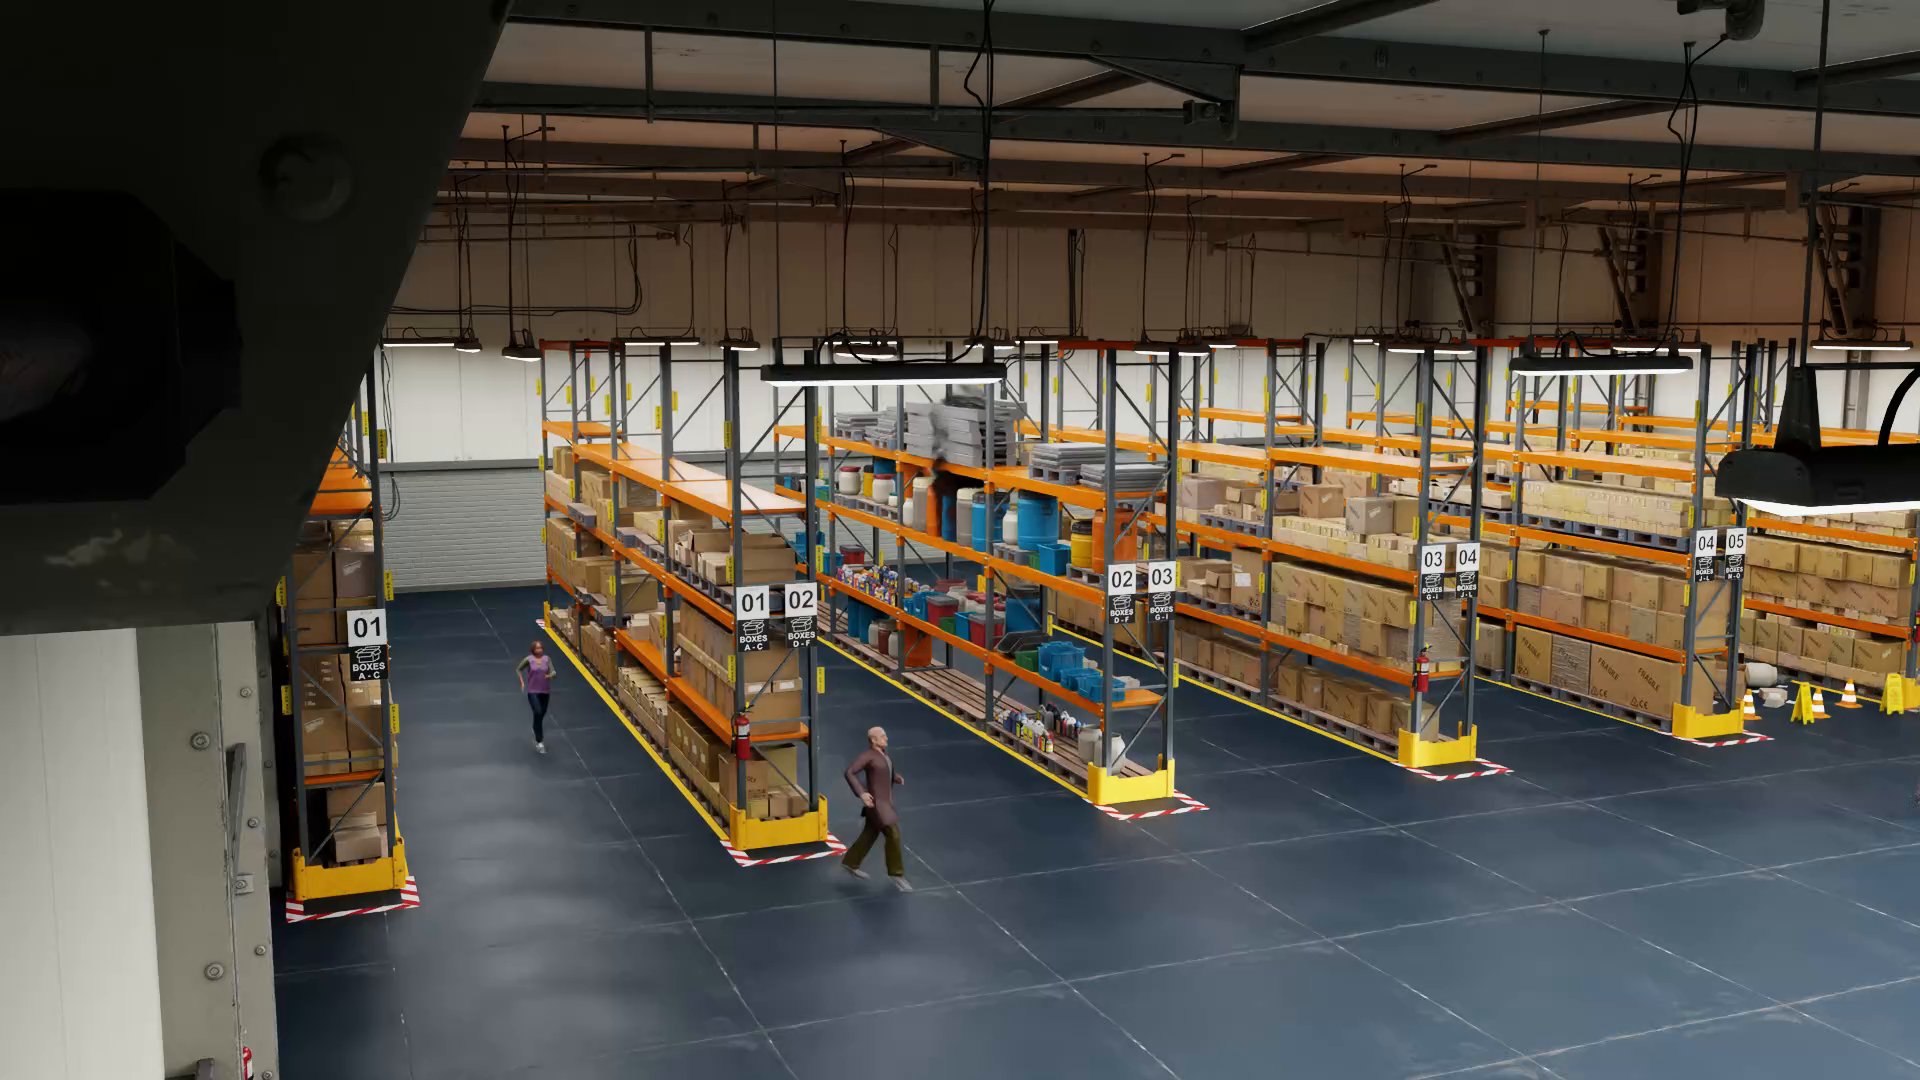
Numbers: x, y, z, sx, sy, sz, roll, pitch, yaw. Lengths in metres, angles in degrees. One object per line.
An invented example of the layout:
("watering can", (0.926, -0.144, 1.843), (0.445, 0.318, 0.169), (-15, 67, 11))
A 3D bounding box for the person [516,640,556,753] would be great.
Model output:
("person", (-6.313, 2.305, 24.859), (0.510, 1.642, 0.741), (-5, 9, -35))

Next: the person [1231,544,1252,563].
("person", (6.006, 0.920, 34.799), (0.667, 1.768, 0.963), (-4, 8, -25))

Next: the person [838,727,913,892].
("person", (-0.940, 3.020, 18.806), (0.899, 1.839, 0.717), (1, 7, 7))
